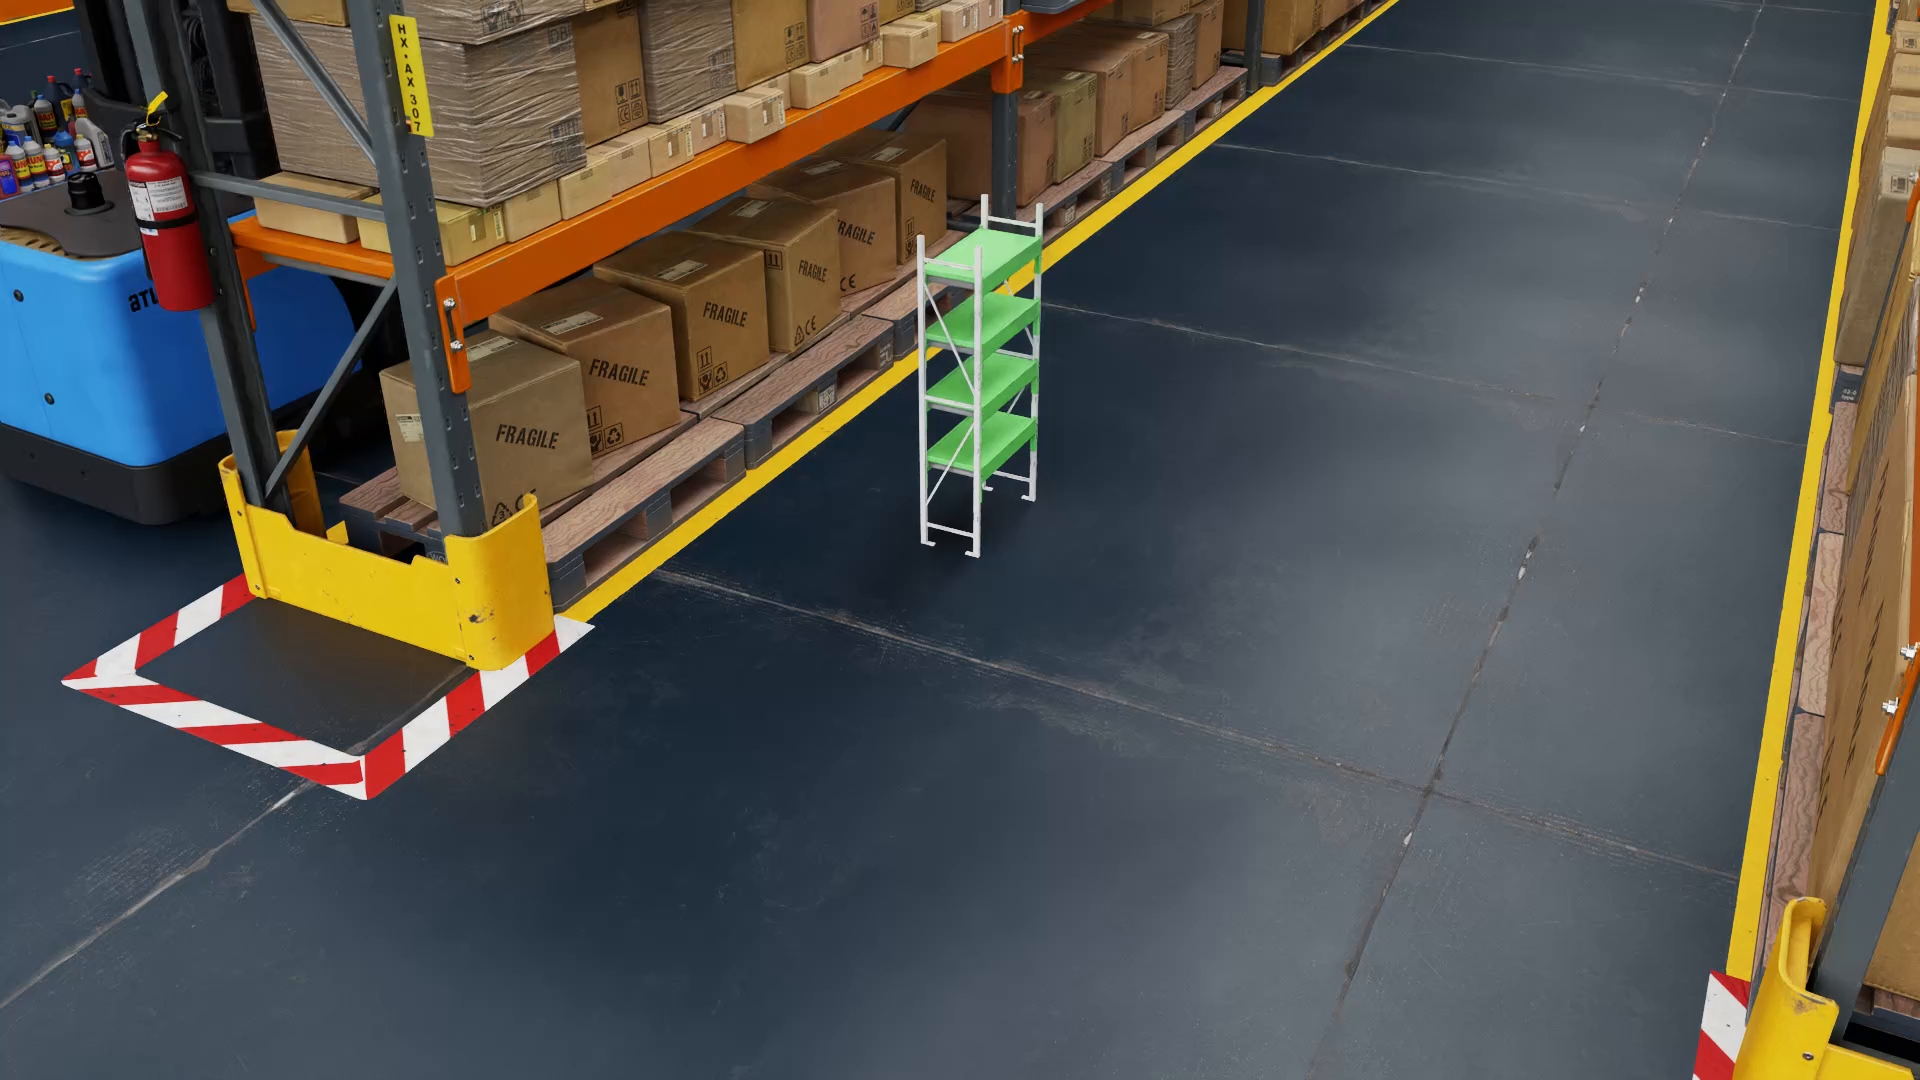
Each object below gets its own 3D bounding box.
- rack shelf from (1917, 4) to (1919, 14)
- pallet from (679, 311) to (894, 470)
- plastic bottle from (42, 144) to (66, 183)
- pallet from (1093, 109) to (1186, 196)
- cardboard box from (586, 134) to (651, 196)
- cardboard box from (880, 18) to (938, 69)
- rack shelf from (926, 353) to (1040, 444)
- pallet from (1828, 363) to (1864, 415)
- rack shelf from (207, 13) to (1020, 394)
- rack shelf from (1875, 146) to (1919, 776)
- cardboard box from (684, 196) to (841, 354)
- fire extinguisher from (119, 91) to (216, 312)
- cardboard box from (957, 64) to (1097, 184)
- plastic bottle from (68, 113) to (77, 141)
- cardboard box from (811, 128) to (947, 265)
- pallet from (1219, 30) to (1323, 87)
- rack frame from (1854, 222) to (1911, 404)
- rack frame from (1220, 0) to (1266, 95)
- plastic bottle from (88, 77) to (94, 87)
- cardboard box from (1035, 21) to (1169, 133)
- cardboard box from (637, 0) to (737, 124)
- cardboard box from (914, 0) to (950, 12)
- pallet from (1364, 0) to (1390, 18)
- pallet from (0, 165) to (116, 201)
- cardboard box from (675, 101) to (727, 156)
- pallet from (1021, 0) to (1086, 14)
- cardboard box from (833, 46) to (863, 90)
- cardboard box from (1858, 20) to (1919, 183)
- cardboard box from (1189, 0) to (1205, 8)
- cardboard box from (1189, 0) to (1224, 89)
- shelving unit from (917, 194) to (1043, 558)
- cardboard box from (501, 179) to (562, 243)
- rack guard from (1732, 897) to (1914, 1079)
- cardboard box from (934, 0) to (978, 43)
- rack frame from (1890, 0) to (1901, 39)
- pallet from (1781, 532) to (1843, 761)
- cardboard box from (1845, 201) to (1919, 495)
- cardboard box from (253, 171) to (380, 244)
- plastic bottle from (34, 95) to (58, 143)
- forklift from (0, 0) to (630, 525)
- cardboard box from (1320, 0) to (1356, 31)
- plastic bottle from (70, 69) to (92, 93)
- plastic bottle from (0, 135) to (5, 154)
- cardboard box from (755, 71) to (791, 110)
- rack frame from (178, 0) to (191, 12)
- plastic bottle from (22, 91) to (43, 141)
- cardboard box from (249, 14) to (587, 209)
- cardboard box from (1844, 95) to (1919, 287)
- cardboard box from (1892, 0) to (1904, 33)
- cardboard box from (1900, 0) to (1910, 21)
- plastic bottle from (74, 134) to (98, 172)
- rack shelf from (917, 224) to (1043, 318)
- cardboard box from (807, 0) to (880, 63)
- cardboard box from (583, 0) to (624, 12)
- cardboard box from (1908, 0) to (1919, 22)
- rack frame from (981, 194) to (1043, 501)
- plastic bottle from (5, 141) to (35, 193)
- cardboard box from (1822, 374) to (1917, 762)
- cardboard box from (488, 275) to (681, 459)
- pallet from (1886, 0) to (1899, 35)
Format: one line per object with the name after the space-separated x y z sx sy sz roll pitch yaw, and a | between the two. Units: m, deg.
6.921 -3.982 10.895 1.077 0.370 4.000 14 33 23 | rack shelf
-1.010 -0.746 7.338 1.003 0.211 1.213 14 33 23 | pallet
-5.063 -2.105 9.272 0.097 0.201 0.097 0 30 0 | plastic bottle
0.727 -2.483 10.362 1.003 0.211 1.213 14 33 23 | pallet
-1.308 -1.324 5.795 0.380 0.149 0.250 14 33 23 | cardboard box
-0.322 -2.191 7.306 0.380 0.149 0.250 14 33 23 | cardboard box
0.075 -0.538 6.111 0.258 0.148 0.480 14 33 23 | rack shelf
4.472 -0.784 7.404 1.003 0.211 1.213 14 33 23 | pallet
-1.092 -1.606 6.756 1.077 0.370 4.000 14 33 23 | rack shelf
3.277 -0.436 4.719 1.077 0.370 4.000 14 33 23 | rack shelf
-0.866 -1.185 7.391 0.500 0.500 0.500 11 32 19 | cardboard box
-2.466 -1.051 5.146 0.296 0.674 0.183 14 33 23 | fire extinguisher
0.352 -2.386 9.460 0.700 0.500 0.500 14 33 23 | cardboard box
-5.035 -2.314 9.554 0.061 0.283 0.133 14 33 23 | plastic bottle
-0.399 -1.734 8.346 0.500 0.500 0.500 13 32 22 | cardboard box
2.067 -3.701 12.482 1.003 0.211 1.213 14 33 23 | pallet
4.188 -1.634 6.084 1.000 3.000 0.127 14 33 23 | rack frame
1.641 -4.577 11.209 1.000 3.000 0.127 14 33 23 | rack frame
-5.199 -2.673 10.112 0.144 0.351 0.185 14 33 23 | plastic bottle
0.860 -2.881 10.323 0.700 0.500 0.500 17 34 27 | cardboard box
-1.341 -1.902 6.150 0.875 0.500 0.500 14 33 23 | cardboard box
-0.441 -2.791 7.699 0.875 0.500 0.500 14 33 23 | cardboard box
3.179 -4.782 14.366 1.003 0.211 1.213 14 33 23 | pallet
-5.488 -1.887 9.325 1.003 0.211 1.213 14 33 23 | pallet
-1.098 -1.550 6.189 0.380 0.149 0.250 14 33 23 | cardboard box
0.296 -3.027 8.701 1.003 0.211 1.213 14 33 23 | pallet
-0.631 -1.990 6.956 0.380 0.149 0.250 14 33 23 | cardboard box
5.653 -2.364 9.193 1.050 0.750 0.750 14 33 23 | cardboard box
1.362 -3.706 11.006 0.500 0.250 0.500 16 33 25 | cardboard box
1.353 -3.383 11.197 0.700 0.500 0.500 13 32 21 | cardboard box
0.075 -0.594 6.079 0.258 1.200 0.503 14 33 23 | shelving unit
-1.531 -1.101 5.407 0.380 0.149 0.250 14 33 23 | cardboard box
2.355 1.234 3.600 1.175 0.500 0.348 14 33 23 | rack guard
-0.140 -2.425 7.712 0.380 0.149 0.250 14 33 23 | cardboard box
7.832 -5.181 12.260 1.000 3.000 0.127 14 33 23 | rack frame
3.217 0.437 5.277 1.003 0.211 1.213 14 33 23 | pallet
3.839 -0.632 6.050 0.875 0.875 0.875 15 33 24 | cardboard box
-2.057 -1.095 5.397 0.380 0.149 0.250 14 33 23 | cardboard box
-5.447 -2.514 9.914 0.097 0.271 0.097 0 30 0 | plastic bottle
-2.688 -2.030 6.841 1.130 2.935 3.031 16 33 25 | forklift
2.387 -4.533 12.843 1.225 0.875 0.875 14 33 23 | cardboard box
-5.328 -2.706 10.169 0.144 0.351 0.185 15 33 25 | plastic bottle
-5.565 -2.279 9.574 0.097 0.201 0.097 0 30 0 | plastic bottle
-0.896 -1.778 6.587 0.380 0.149 0.250 14 33 23 | cardboard box
-4.591 -3.928 10.078 1.000 3.000 0.127 14 33 23 | rack frame
-5.526 -2.530 9.929 0.061 0.283 0.133 16 33 25 | plastic bottle
-1.729 -1.441 5.348 0.875 0.500 0.500 14 33 23 | cardboard box
4.834 -1.563 7.797 1.050 0.750 0.750 14 33 23 | cardboard box
7.260 -4.011 12.312 0.500 0.500 0.500 16 33 25 | cardboard box
6.544 -3.324 11.115 0.500 0.500 0.500 13 32 21 | cardboard box
-4.969 -2.196 9.431 0.097 0.201 0.097 0 30 0 | plastic bottle
0.075 -0.955 5.872 0.258 0.148 0.480 14 33 23 | rack shelf
-0.839 -2.333 6.901 0.875 0.500 0.500 14 33 23 | cardboard box
-1.276 -2.039 5.385 0.500 0.500 0.500 14 33 23 | cardboard box
6.088 -3.193 10.134 0.500 0.250 0.500 13 33 22 | cardboard box
0.187 -0.702 6.267 0.240 1.200 0.015 14 33 23 | rack frame
-5.153 -2.047 9.101 0.097 0.271 0.097 0 30 0 | plastic bottle
3.015 0.172 4.650 0.875 0.875 0.875 14 33 23 | cardboard box
-1.462 -0.675 6.502 0.500 0.500 0.500 24 38 36 | cardboard box
8.107 -4.277 13.486 1.003 0.211 1.213 14 33 23 | pallet
